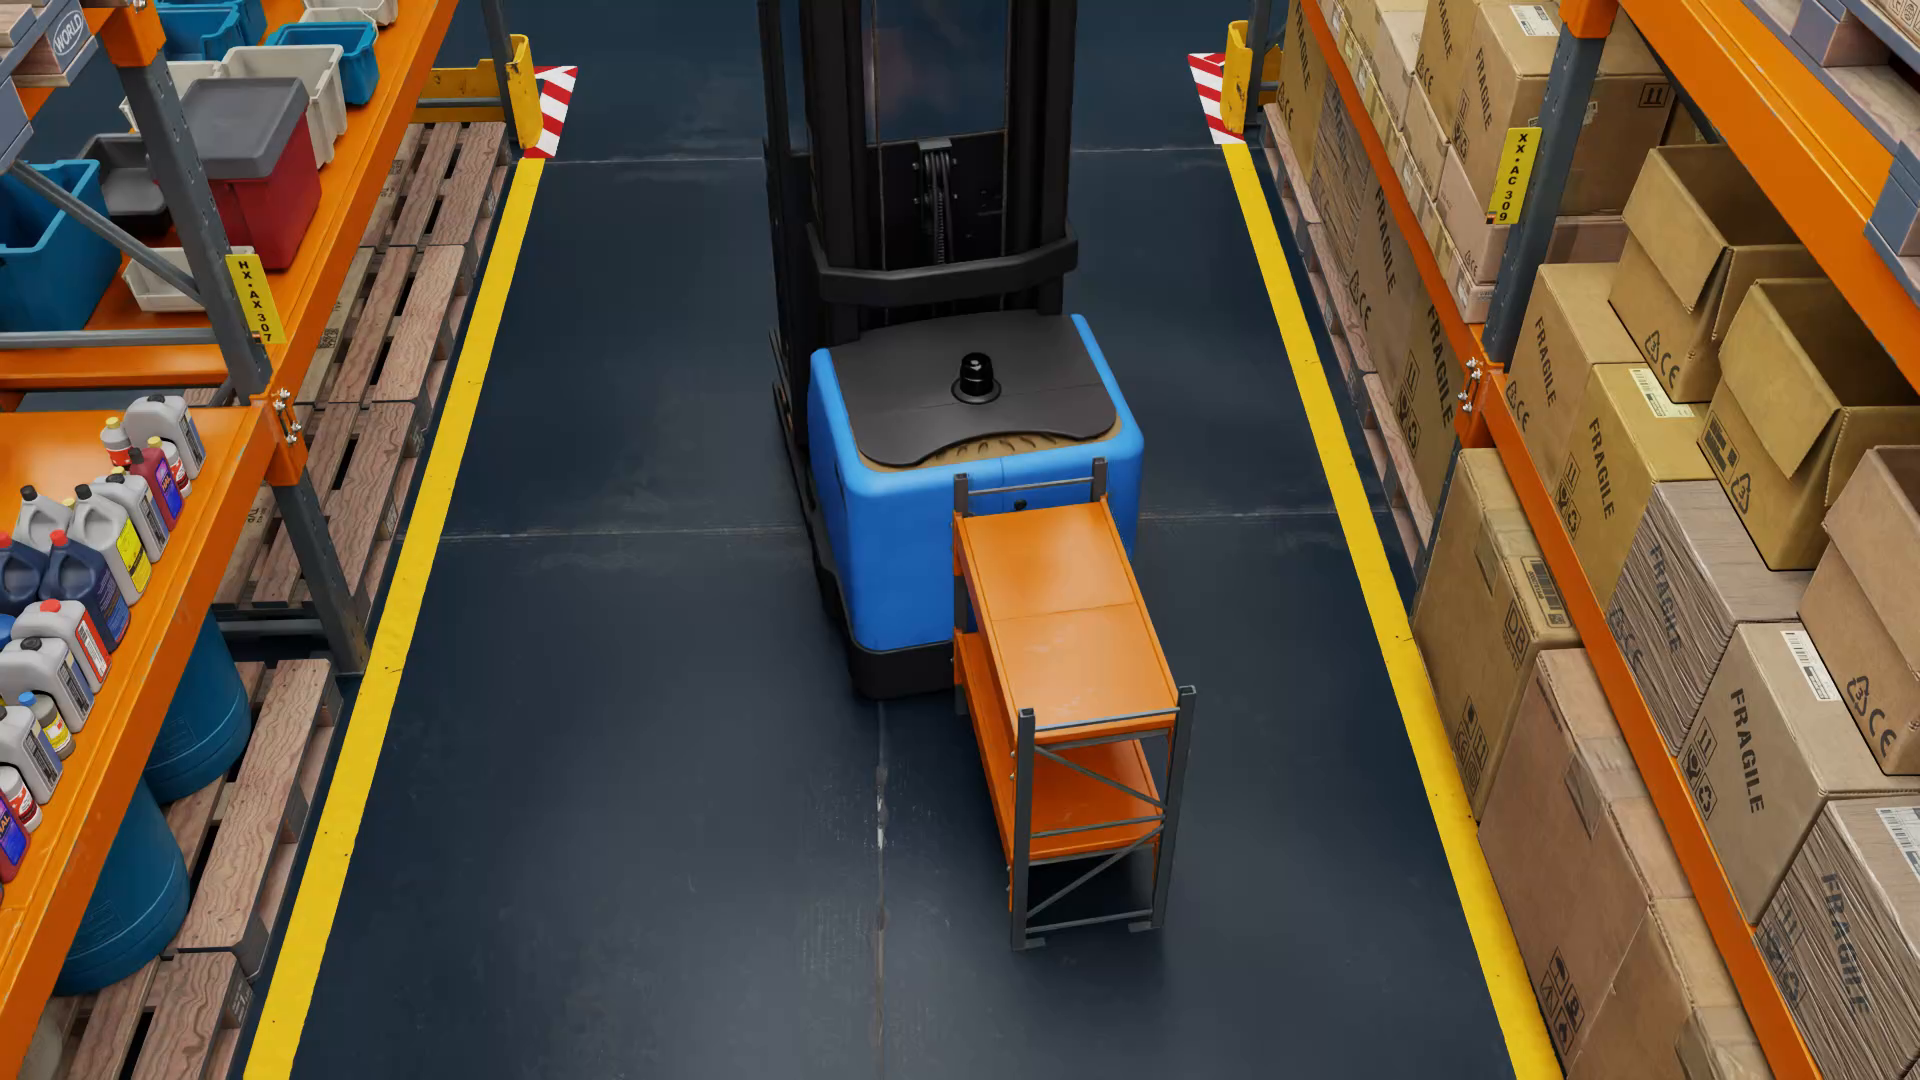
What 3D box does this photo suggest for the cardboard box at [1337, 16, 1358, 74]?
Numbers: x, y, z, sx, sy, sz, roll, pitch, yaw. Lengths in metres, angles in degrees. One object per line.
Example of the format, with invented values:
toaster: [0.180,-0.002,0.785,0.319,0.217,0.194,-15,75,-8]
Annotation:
cardboard box: [1.809,-2.087,6.993,0.380,0.149,0.250,-3,43,-3]

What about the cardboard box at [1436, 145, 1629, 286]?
cardboard box: [1.946,-1.112,5.634,0.500,0.250,0.500,-2,43,-3]

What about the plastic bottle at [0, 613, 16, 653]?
plastic bottle: [-2.469,0.283,4.317,0.097,0.271,0.097,0,43,0]

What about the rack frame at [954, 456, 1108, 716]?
rack frame: [0.228,0.184,5.717,0.500,1.125,0.032,-7,43,-8]

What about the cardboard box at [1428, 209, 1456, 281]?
cardboard box: [1.876,-1.045,5.856,0.380,0.149,0.250,-1,43,-1]

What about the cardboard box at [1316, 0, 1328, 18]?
cardboard box: [1.788,-2.432,7.369,0.380,0.149,0.250,-2,43,-3]

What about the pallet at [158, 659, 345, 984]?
pallet: [-2.730,0.925,5.584,1.003,0.211,1.213,-2,43,-2]

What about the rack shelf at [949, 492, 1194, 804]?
rack shelf: [0.319,0.306,5.150,0.538,0.278,1.000,-7,43,-8]

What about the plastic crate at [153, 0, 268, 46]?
plastic crate: [-3.154,-2.220,7.032,0.416,0.233,0.300,-2,43,-2]

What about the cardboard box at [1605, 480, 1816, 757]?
cardboard box: [2.040,0.191,4.247,0.500,0.500,0.500,-3,43,-3]

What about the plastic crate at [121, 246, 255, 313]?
plastic crate: [-2.598,-0.868,5.628,0.396,0.136,0.243,-2,43,-2]

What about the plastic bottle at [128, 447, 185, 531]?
plastic bottle: [-2.326,-0.170,4.802,0.061,0.283,0.133,-2,43,-2]

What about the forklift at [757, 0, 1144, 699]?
forklift: [-0.197,-1.513,6.232,1.130,2.935,3.031,-9,43,-10]

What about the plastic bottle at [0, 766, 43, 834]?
plastic bottle: [-2.297,0.617,4.003,0.097,0.201,0.097,0,43,0]

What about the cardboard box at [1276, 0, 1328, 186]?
cardboard box: [2.164,-2.409,8.420,0.875,0.875,0.875,-2,43,-2]

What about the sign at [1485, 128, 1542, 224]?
sign: [1.673,-1.098,5.029,0.100,0.325,0.005,-2,43,-2]

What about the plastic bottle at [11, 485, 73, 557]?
plastic bottle: [-2.499,0.009,4.557,0.144,0.351,0.185,-2,43,-2]

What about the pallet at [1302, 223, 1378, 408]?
pallet: [2.218,-1.080,7.772,1.003,0.211,1.213,-2,43,-2]

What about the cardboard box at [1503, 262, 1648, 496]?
cardboard box: [1.997,-0.486,4.986,0.500,0.500,0.500,-2,43,-2]

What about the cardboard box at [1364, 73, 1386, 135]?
cardboard box: [1.832,-1.738,6.612,0.380,0.149,0.250,-2,43,-2]

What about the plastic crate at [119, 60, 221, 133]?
plastic crate: [-3.096,-1.716,6.553,0.293,0.136,0.466,-2,43,-2]

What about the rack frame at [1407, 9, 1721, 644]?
rack frame: [2.227,-0.767,5.367,1.000,3.000,0.127,-2,43,-2]

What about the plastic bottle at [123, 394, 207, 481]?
plastic bottle: [-2.382,-0.322,4.973,0.152,0.276,0.135,-2,43,-2]

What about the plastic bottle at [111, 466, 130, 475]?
plastic bottle: [-2.404,-0.125,4.814,0.097,0.201,0.097,0,43,0]

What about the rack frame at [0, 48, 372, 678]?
rack frame: [-2.721,-0.625,5.211,1.000,3.000,0.127,-2,43,-2]

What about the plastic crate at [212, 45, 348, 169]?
plastic crate: [-2.602,-1.639,6.362,0.437,0.282,0.530,-2,43,-2]

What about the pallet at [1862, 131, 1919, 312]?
pallet: [2.266,-0.290,2.767,1.003,0.211,1.213,0,43,0]

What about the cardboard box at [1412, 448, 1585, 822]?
cardboard box: [2.274,0.293,5.472,1.225,0.875,0.875,-2,43,-2]

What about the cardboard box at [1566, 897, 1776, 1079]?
cardboard box: [2.358,1.494,4.162,1.225,0.875,0.875,-2,43,-2]

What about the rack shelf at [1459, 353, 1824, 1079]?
rack shelf: [2.312,0.849,4.137,1.077,0.370,4.000,-2,43,-2]

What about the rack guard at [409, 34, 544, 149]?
rack guard: [-2.905,-2.419,9.019,1.175,0.500,0.348,-2,43,-2]

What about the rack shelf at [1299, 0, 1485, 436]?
rack shelf: [2.142,-1.852,7.083,1.077,0.370,4.000,-2,43,-2]

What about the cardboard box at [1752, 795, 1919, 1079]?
cardboard box: [2.088,0.884,3.492,0.500,0.500,0.500,-3,43,-3]

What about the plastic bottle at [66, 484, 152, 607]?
plastic bottle: [-2.355,0.005,4.561,0.144,0.351,0.185,-2,43,-2]

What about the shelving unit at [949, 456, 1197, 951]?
shelving unit: [0.319,0.522,5.348,0.538,1.125,1.048,-7,43,-8]

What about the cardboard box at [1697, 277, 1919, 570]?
cardboard box: [2.280,-0.279,4.018,0.797,0.503,0.637,-1,43,-1]

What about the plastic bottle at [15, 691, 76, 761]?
plastic bottle: [-2.307,0.461,4.174,0.097,0.201,0.097,0,43,0]

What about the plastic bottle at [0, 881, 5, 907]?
plastic bottle: [-2.309,0.748,3.750,0.144,0.351,0.185,-2,43,-2]

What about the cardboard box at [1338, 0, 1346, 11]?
cardboard box: [1.854,-2.500,7.148,0.500,0.250,0.500,-3,43,-3]

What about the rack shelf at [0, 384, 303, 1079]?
rack shelf: [-2.636,0.991,3.982,1.077,0.370,4.000,-2,43,-2]

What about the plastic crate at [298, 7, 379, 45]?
plastic crate: [-2.610,-2.122,6.996,0.298,0.136,0.250,-2,43,-2]

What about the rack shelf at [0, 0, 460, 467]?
rack shelf: [-2.806,-1.710,6.928,1.077,0.370,4.000,-2,43,-2]

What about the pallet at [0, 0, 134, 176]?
pallet: [-2.590,-1.134,3.687,1.213,0.211,1.003,-2,43,-2]

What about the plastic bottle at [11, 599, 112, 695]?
plastic bottle: [-2.345,0.265,4.333,0.152,0.276,0.135,-2,43,-2]

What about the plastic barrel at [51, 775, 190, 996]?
plastic barrel: [-2.685,0.840,4.856,0.600,0.901,0.708,-2,43,-2]

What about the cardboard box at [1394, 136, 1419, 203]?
cardboard box: [1.854,-1.391,6.234,0.380,0.149,0.250,-1,43,-1]

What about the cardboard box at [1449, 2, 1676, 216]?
cardboard box: [1.940,-1.400,5.394,0.500,0.500,0.500,-1,43,-1]

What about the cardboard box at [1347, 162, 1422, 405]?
cardboard box: [2.241,-1.194,7.094,0.875,0.875,0.875,-2,43,-2]

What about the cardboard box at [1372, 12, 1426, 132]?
cardboard box: [1.900,-1.805,6.391,0.500,0.250,0.500,-1,43,-1]

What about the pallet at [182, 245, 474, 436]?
pallet: [-2.846,-0.918,7.595,1.003,0.211,1.213,-2,43,-2]
